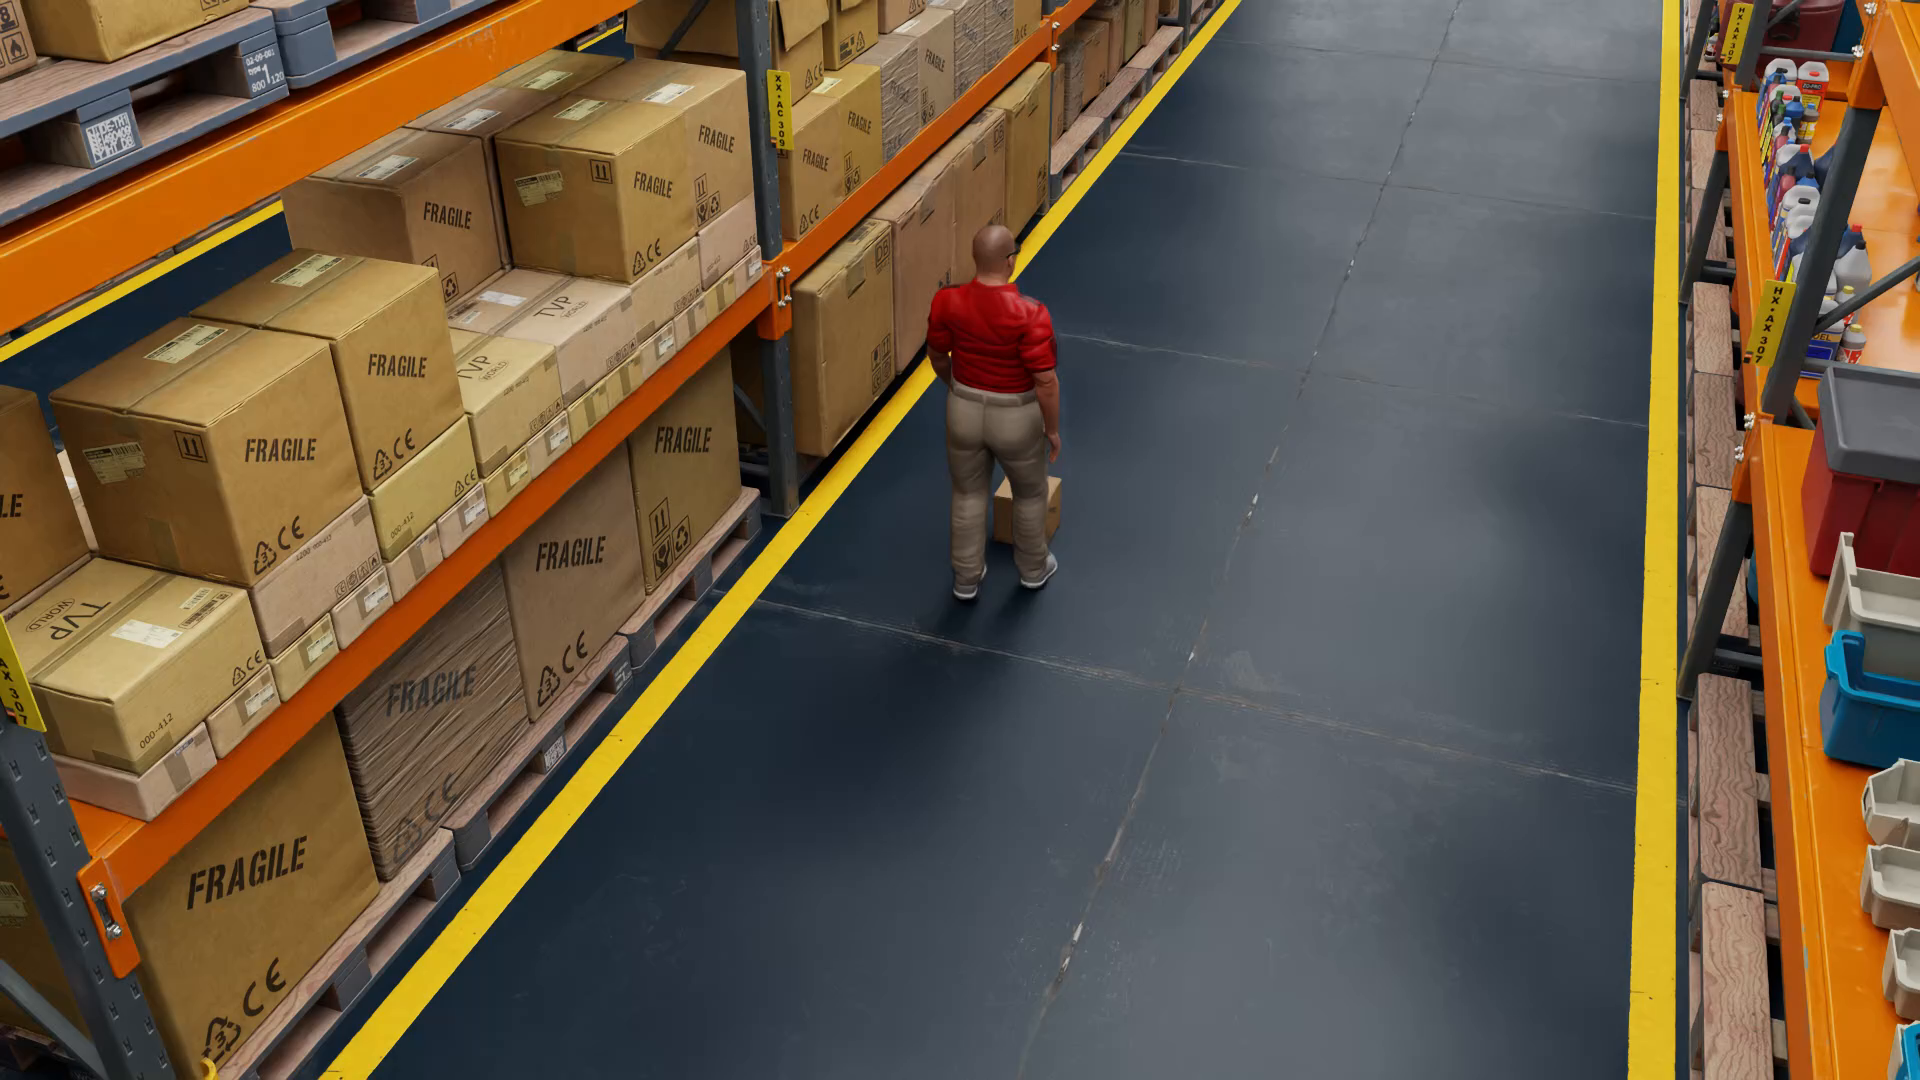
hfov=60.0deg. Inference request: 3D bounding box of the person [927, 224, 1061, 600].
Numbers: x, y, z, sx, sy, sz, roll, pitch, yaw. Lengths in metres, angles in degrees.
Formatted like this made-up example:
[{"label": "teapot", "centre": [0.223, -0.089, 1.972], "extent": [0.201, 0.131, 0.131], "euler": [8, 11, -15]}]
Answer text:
[{"label": "person", "centre": [0.180, -0.544, 6.997], "extent": [0.590, 1.751, 0.514], "euler": [11, 35, 17]}]
